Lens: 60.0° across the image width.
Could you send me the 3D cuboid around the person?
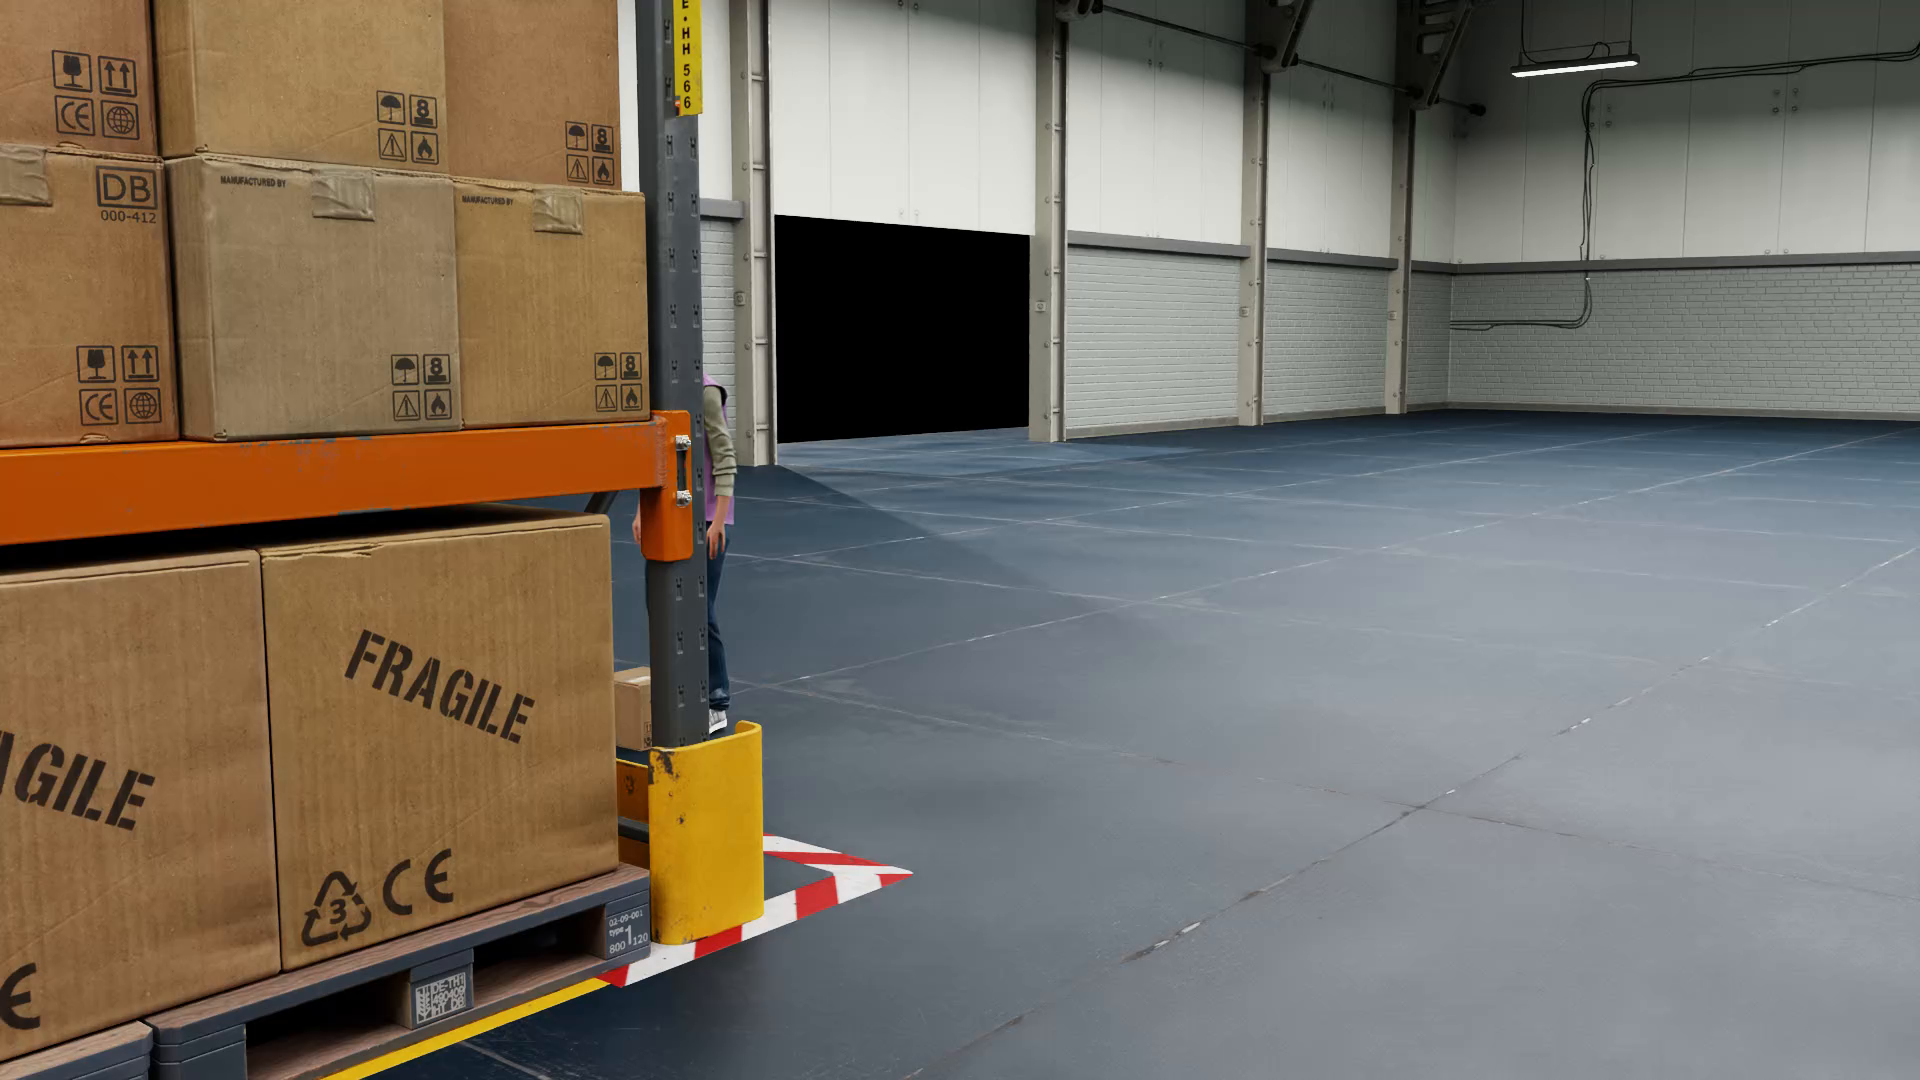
[{"bbox_3d":[-1.052,-0.058,6.344,0.476,1.593,0.347,5,9,37],"label":"person"}]
